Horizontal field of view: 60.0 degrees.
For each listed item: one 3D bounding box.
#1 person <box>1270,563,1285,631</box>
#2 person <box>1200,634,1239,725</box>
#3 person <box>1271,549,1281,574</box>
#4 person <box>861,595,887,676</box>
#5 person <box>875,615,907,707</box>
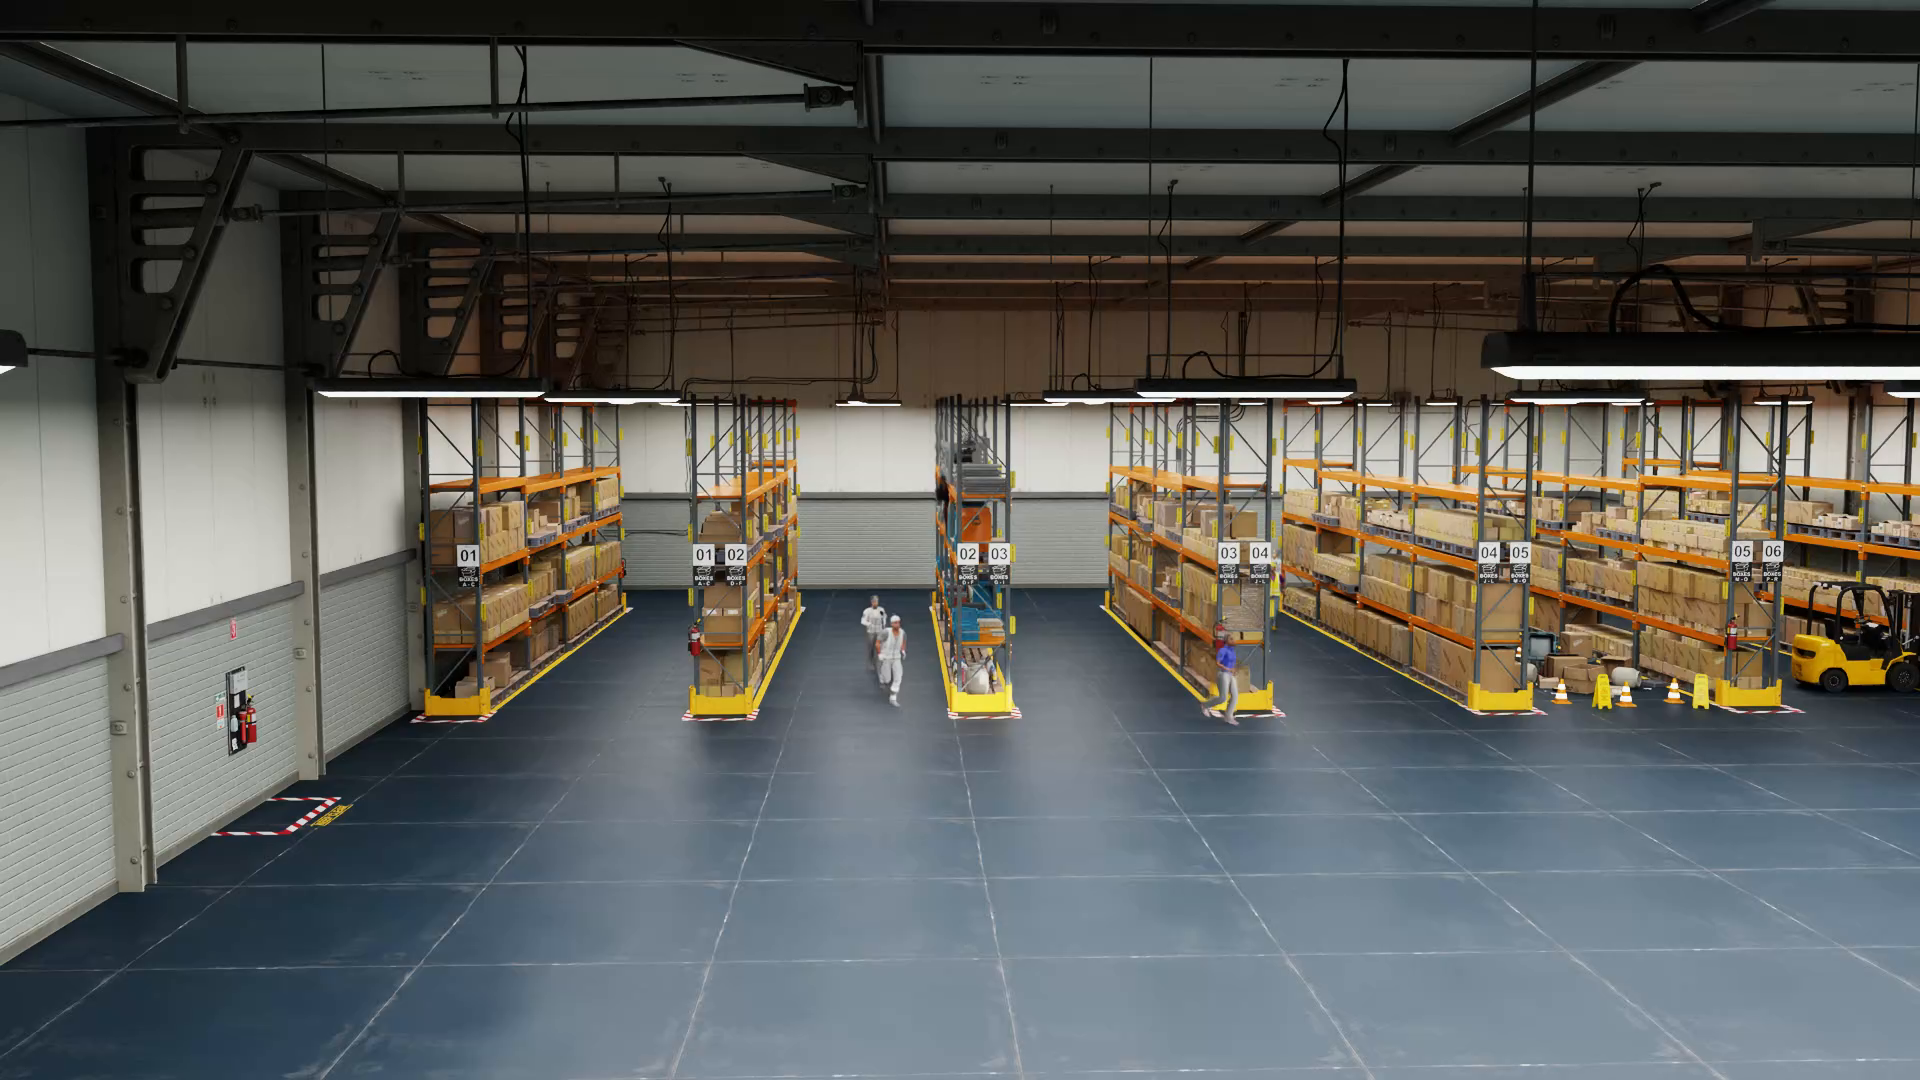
[{"bbox_3d":[8.137,1.457,43.284,0.713,1.736,0.897,0,4,-1],"label":"person"},{"bbox_3d":[4.826,2.527,30.444,0.757,1.642,0.587,4,6,38],"label":"person"},{"bbox_3d":[9.226,1.085,48.701,0.491,1.659,0.633,-3,6,-38],"label":"person"},{"bbox_3d":[-1.859,2.043,36.066,0.562,1.707,0.857,0,5,-6],"label":"person"},{"bbox_3d":[-1.346,2.322,32.392,0.662,1.759,0.882,-2,5,-24],"label":"person"}]
